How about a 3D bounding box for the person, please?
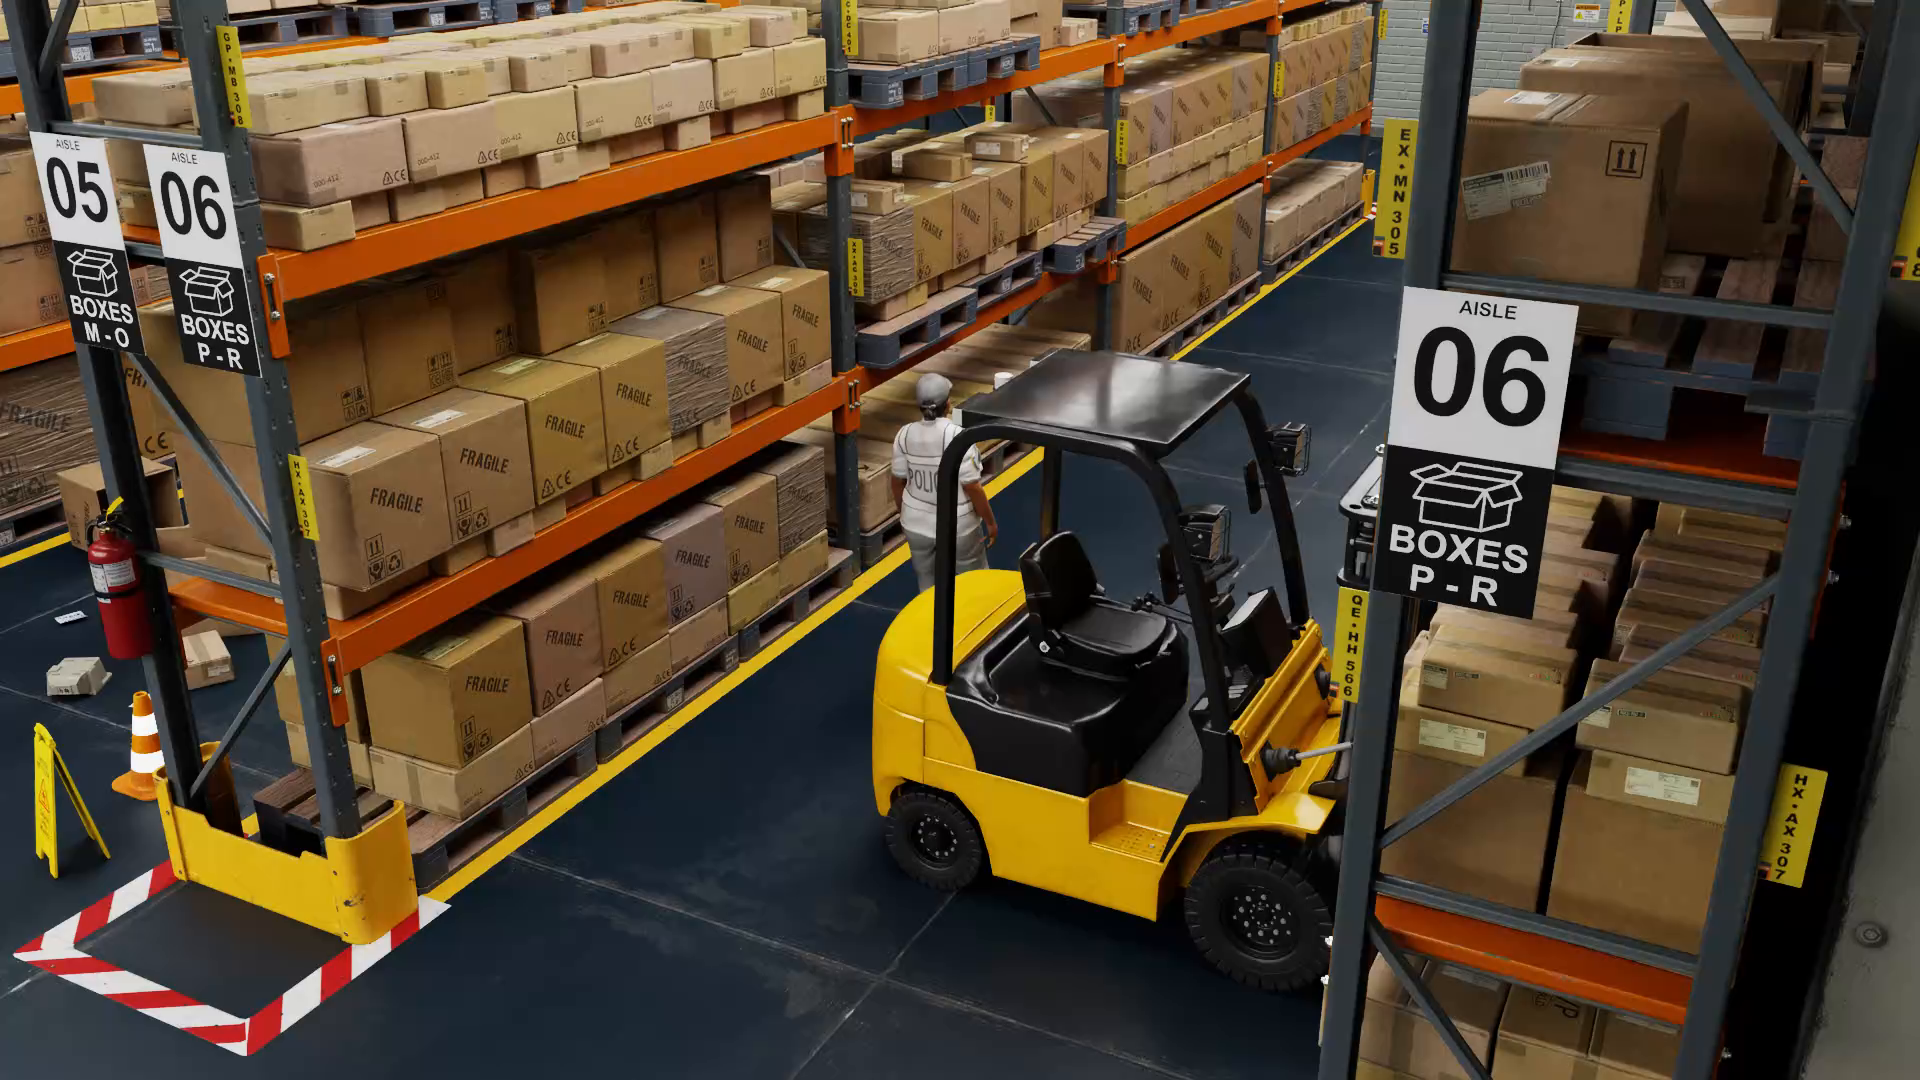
[{"bbox_3d":[-0.037,-0.097,8.793,0.597,1.670,0.529,11,25,24],"label":"person"}]
